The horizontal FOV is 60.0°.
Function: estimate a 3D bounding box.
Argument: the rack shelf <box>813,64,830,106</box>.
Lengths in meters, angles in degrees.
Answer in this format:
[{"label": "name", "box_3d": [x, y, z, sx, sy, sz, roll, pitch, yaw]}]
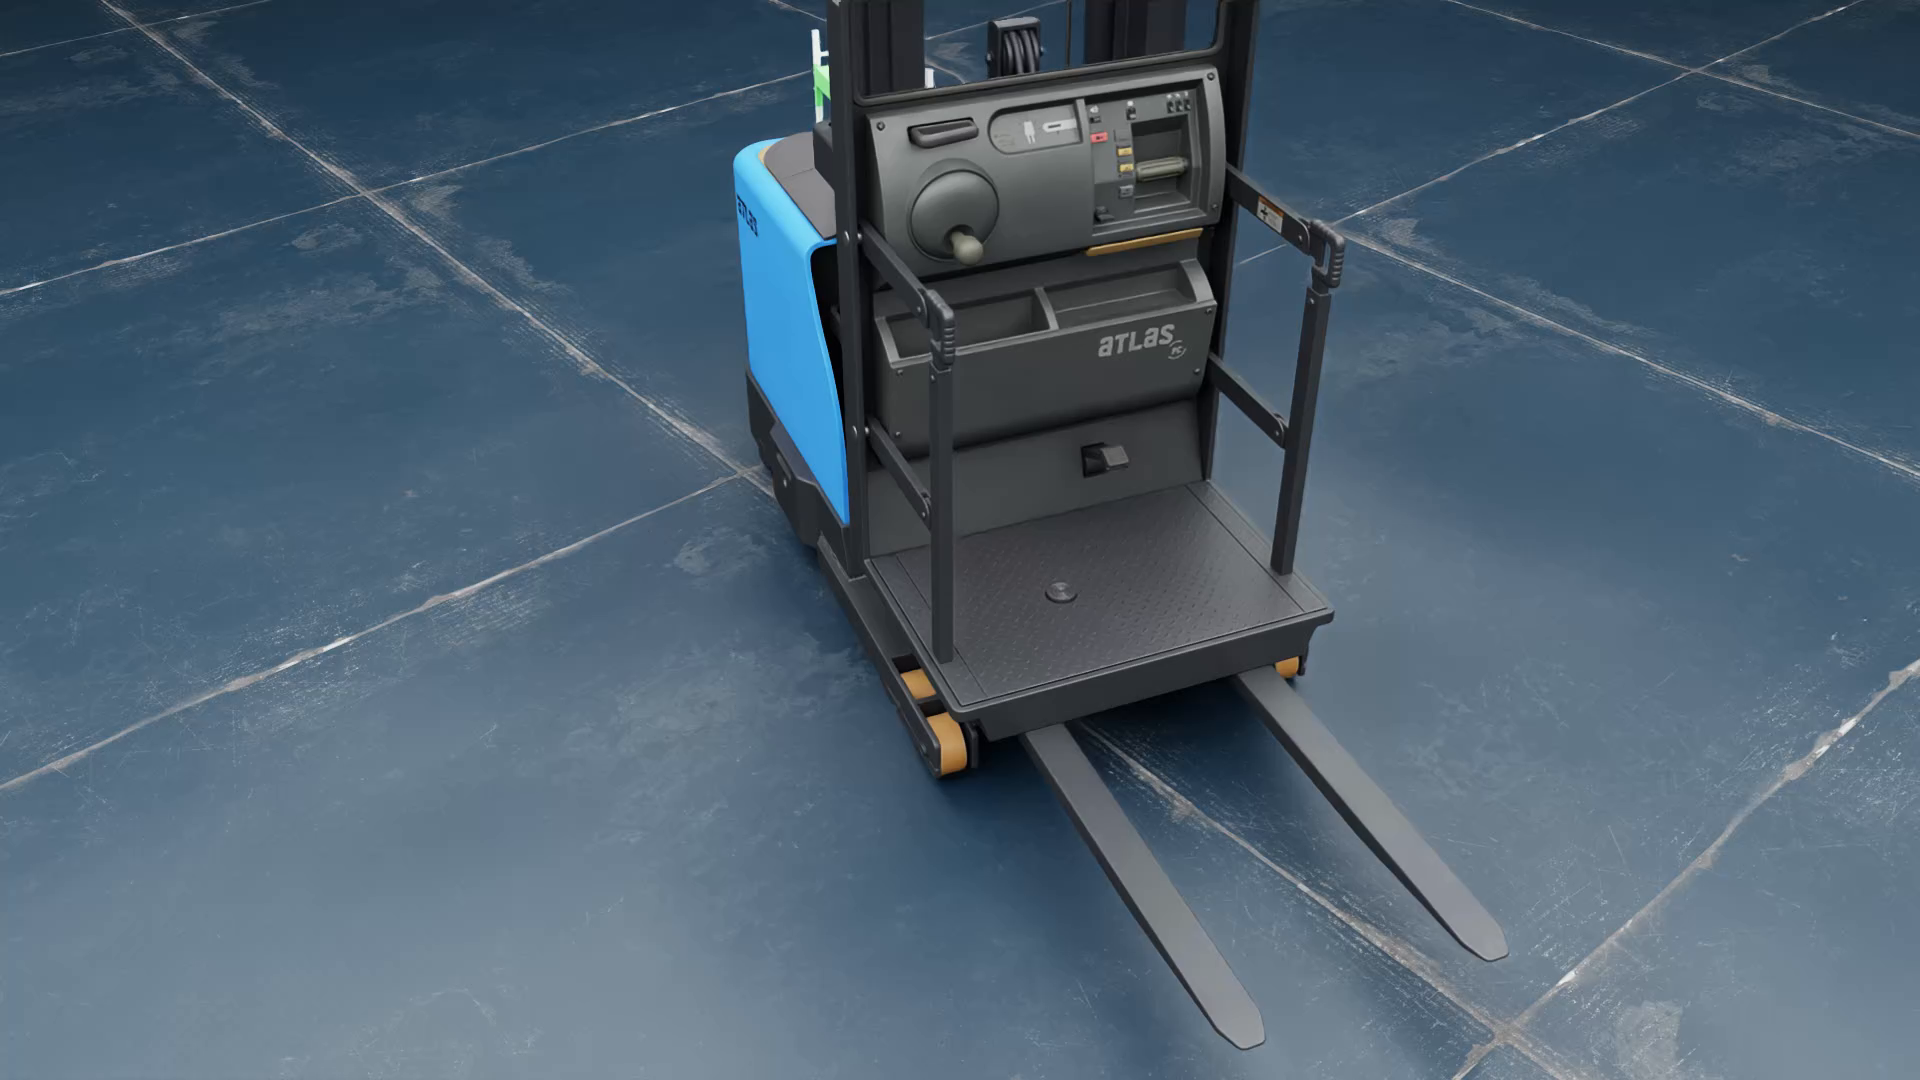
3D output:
[{"label": "rack shelf", "box_3d": [-0.293, -1.457, 5.550, 0.258, 0.148, 0.480, -13, 37, -18]}]

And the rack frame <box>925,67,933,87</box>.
[{"label": "rack frame", "box_3d": [-0.201, -0.987, 5.606, 0.240, 1.200, 0.015, -13, 37, -18]}]

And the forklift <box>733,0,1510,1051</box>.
[{"label": "forklift", "box_3d": [0.313, -0.856, 3.923, 1.130, 2.935, 3.031, -13, 37, -18]}]

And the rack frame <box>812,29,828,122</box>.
[{"label": "rack frame", "box_3d": [-0.385, -1.248, 5.974, 0.240, 1.200, 0.015, -13, 37, -18]}]

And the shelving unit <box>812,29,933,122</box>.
[{"label": "shelving unit", "box_3d": [-0.293, -1.118, 5.790, 0.258, 1.200, 0.503, -13, 37, -18]}]
